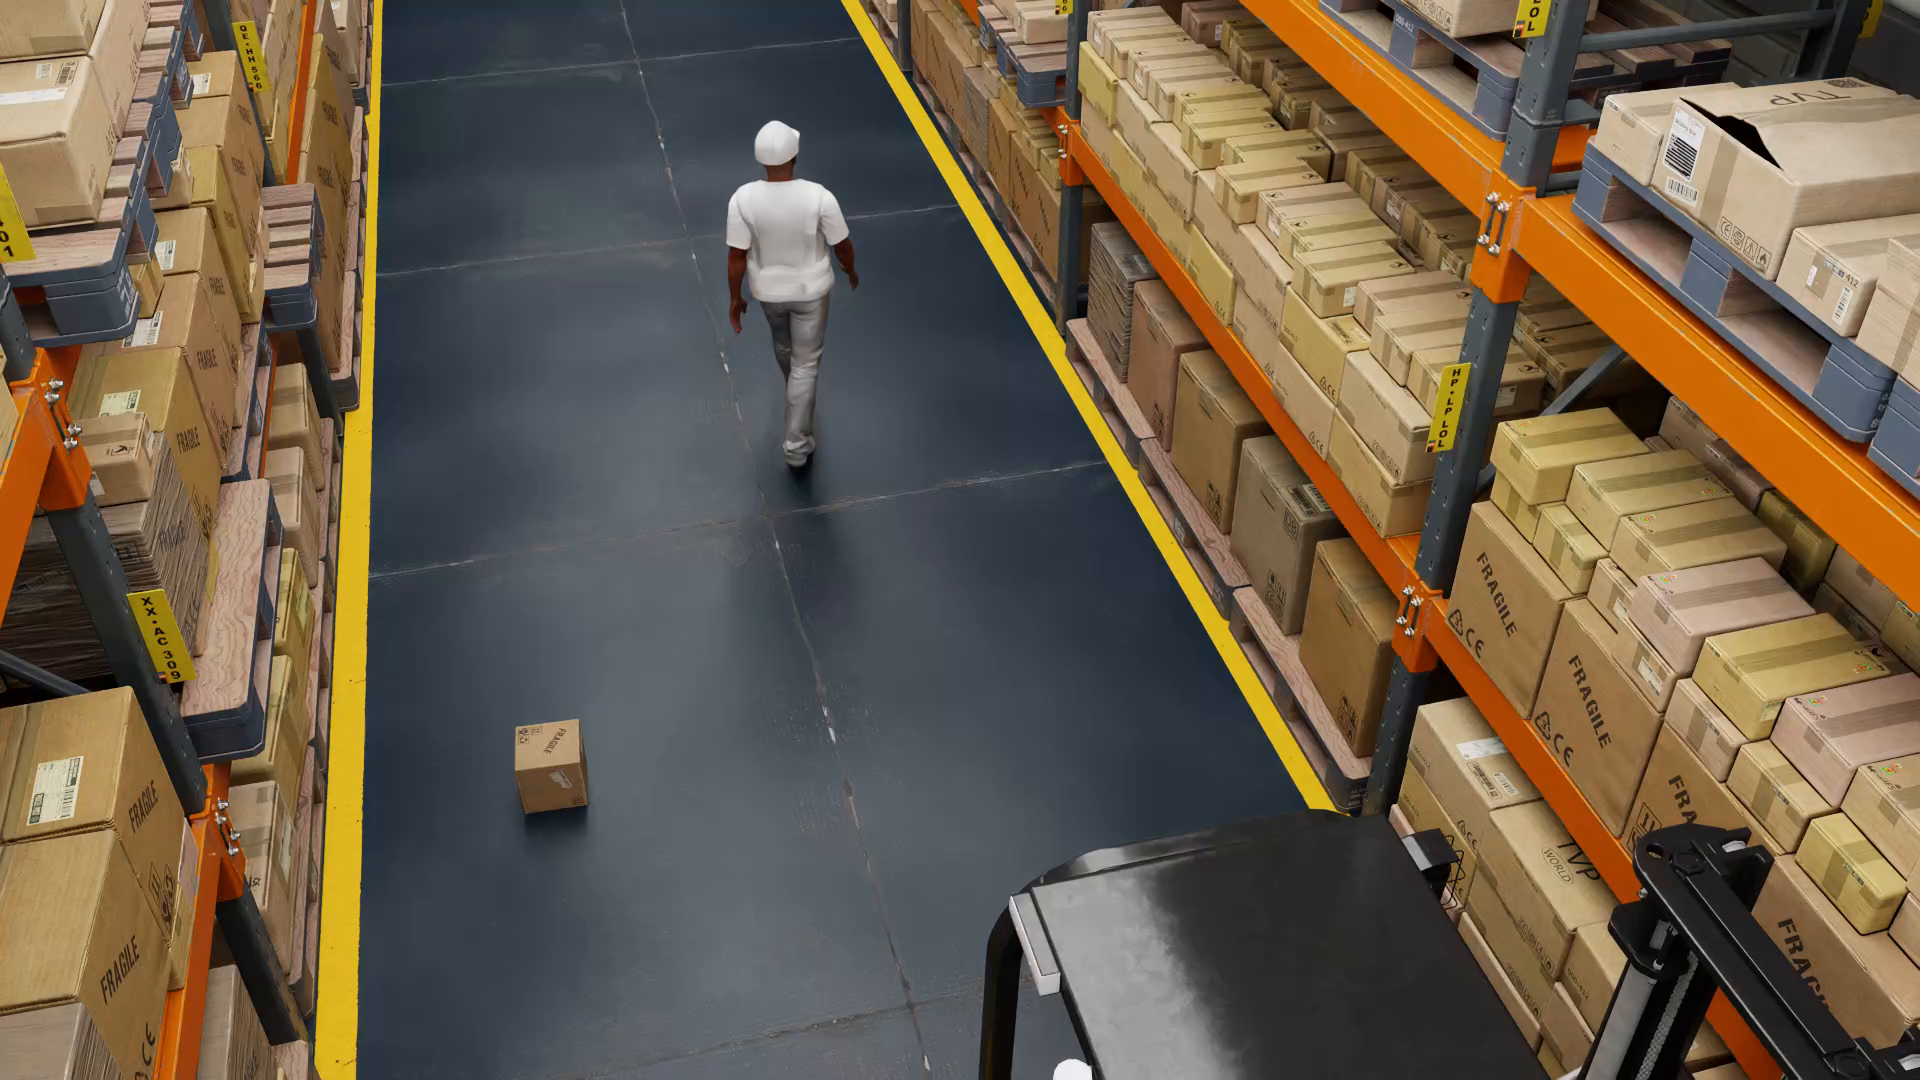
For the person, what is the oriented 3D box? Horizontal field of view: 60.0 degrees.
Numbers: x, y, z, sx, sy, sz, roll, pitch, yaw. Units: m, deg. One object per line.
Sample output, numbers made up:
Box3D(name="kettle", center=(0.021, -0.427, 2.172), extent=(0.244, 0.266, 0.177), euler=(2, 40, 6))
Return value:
Box3D(name="person", center=(-0.821, -1.313, 8.314), extent=(0.604, 1.719, 1.031), euler=(4, 38, 5))
